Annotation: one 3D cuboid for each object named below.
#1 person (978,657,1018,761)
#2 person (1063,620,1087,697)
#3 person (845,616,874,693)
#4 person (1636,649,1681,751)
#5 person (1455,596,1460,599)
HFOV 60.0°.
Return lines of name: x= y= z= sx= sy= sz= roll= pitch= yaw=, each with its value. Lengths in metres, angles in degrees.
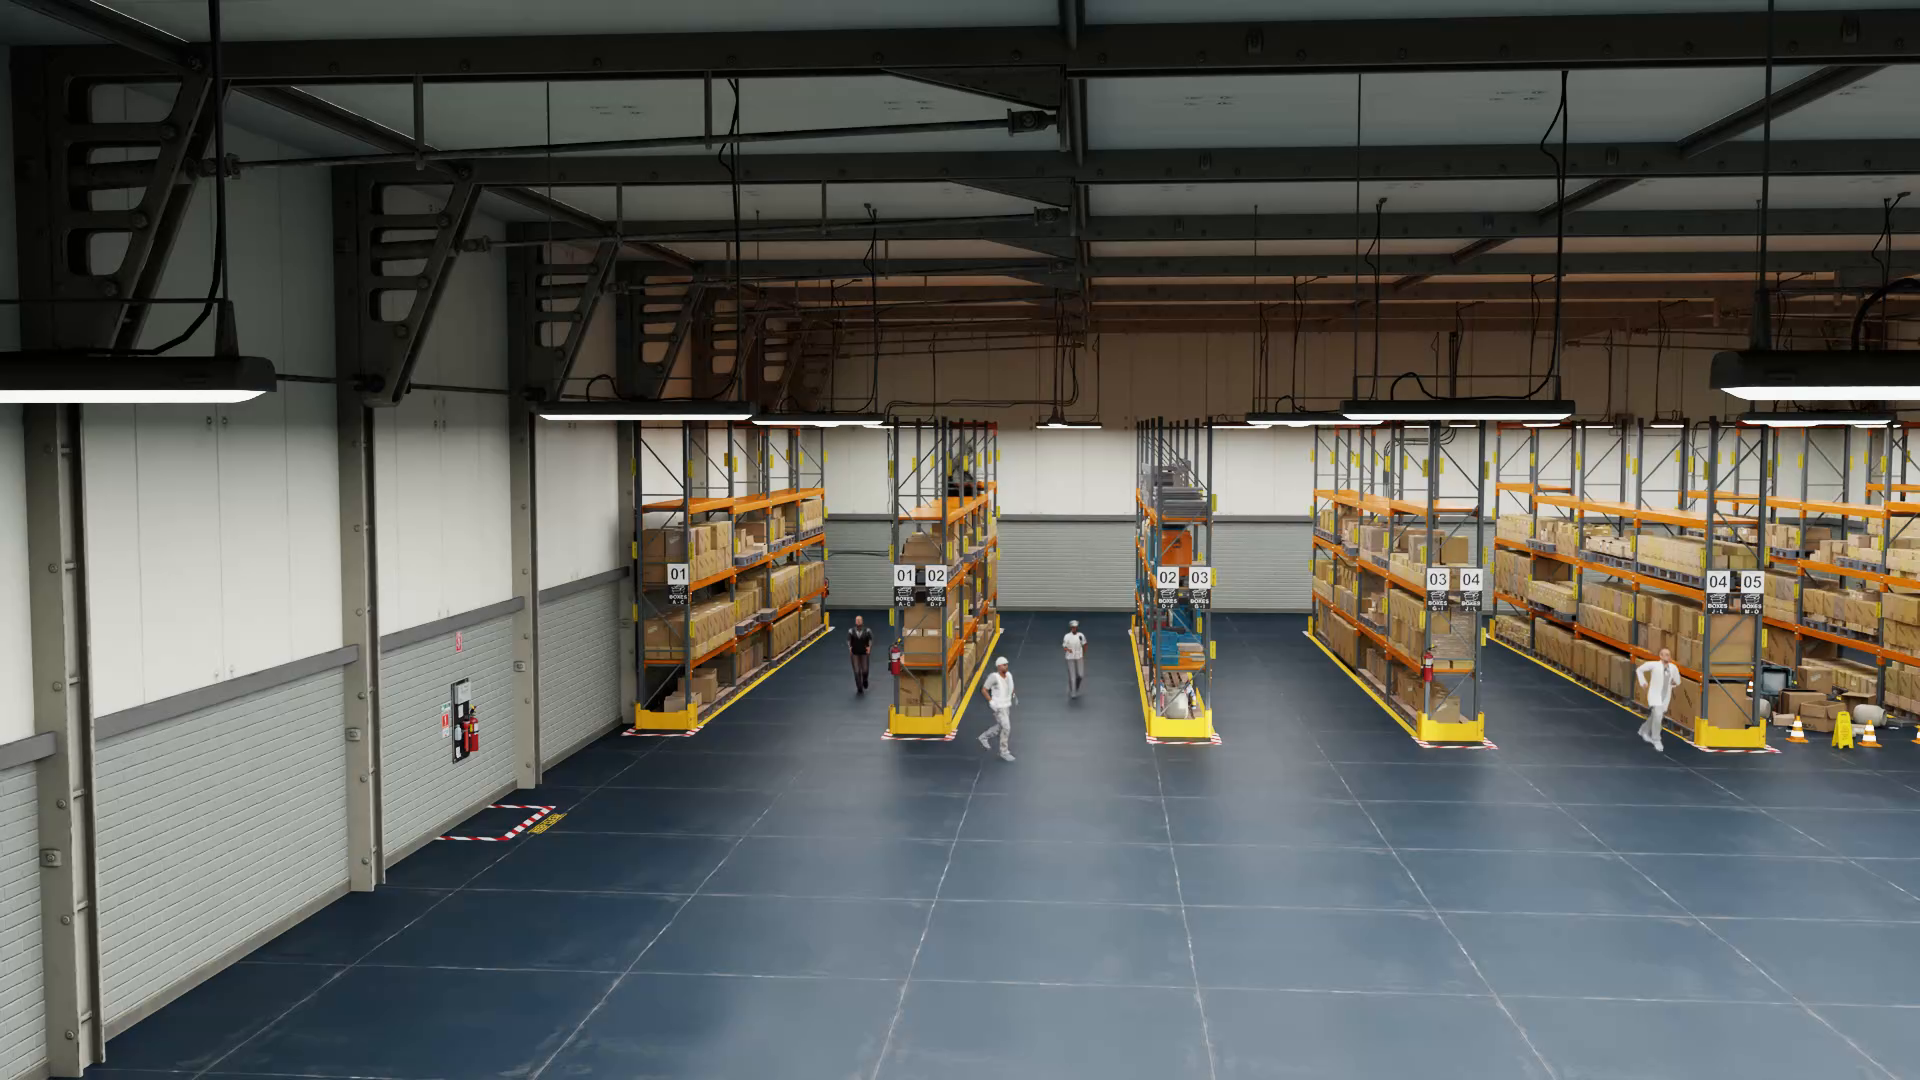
person: x=0.653 y=2.935 z=29.193 sx=0.833 sy=1.800 sz=0.682 roll=3 pitch=5 yaw=37
person: x=2.481 y=2.555 z=35.663 sx=0.554 sy=1.665 sz=0.611 roll=0 pitch=4 yaw=-3
person: x=-2.194 y=2.506 z=36.392 sx=0.638 sy=1.673 sz=0.576 roll=0 pitch=4 yaw=-1
person: x=12.730 y=2.877 z=30.254 sx=0.706 sy=1.814 sz=0.942 roll=-1 pitch=4 yaw=-11
person: x=13.488 y=1.974 z=45.785 sx=0.562 sy=1.526 sz=0.518 roll=1 pitch=4 yaw=16
